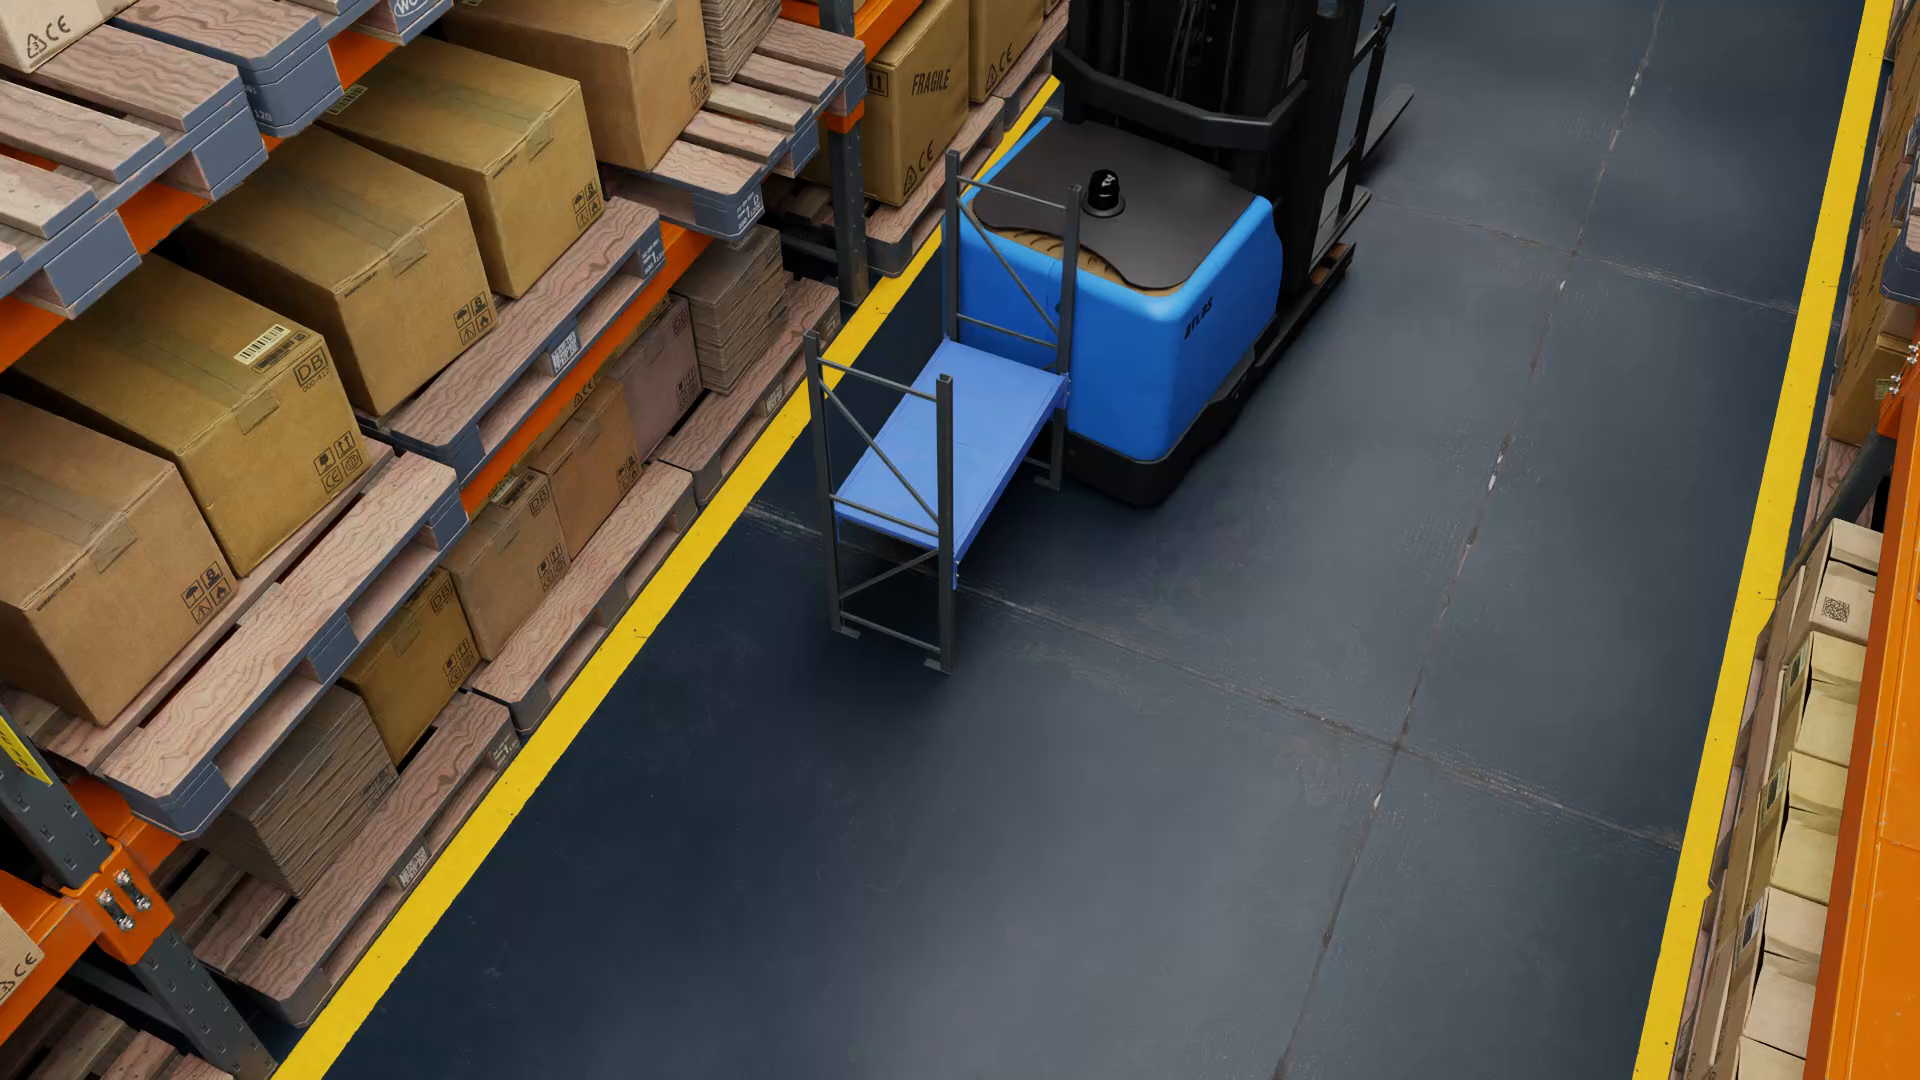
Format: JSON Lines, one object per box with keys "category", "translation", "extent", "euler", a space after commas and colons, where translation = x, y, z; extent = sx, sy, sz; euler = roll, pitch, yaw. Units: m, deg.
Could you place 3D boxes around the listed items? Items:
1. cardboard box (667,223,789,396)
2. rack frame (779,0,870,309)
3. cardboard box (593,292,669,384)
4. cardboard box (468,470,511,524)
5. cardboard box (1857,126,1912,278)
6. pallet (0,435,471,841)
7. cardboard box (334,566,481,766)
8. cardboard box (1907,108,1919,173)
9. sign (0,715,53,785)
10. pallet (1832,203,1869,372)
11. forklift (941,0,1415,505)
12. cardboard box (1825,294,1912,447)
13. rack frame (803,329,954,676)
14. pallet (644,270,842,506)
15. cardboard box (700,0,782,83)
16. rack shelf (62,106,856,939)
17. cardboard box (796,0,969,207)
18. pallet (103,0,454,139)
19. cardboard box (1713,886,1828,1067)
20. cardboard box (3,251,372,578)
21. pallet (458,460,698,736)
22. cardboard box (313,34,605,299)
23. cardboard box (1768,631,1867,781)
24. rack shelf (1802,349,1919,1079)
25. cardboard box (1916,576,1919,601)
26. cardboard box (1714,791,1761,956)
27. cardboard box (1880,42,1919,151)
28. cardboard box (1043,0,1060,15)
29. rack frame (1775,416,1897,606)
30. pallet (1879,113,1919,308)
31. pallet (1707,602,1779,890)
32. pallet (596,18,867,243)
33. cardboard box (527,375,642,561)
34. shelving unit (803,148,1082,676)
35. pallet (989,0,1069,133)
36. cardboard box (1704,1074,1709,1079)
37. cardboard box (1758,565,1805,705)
{"category": "cardboard box", "translation": [-1.147, -1.032, 6.826], "extent": [0.700, 0.500, 0.500], "euler": [20, 53, 17]}
{"category": "rack frame", "translation": [-0.886, -2.212, 6.478], "extent": [1.000, 3.000, 0.127], "euler": [20, 52, 16]}
{"category": "cardboard box", "translation": [-1.447, -0.903, 6.224], "extent": [0.500, 0.250, 0.500], "euler": [21, 53, 17]}
{"category": "cardboard box", "translation": [-1.892, -0.209, 5.634], "extent": [0.500, 0.250, 0.500], "euler": [18, 52, 15]}
{"category": "cardboard box", "translation": [4.221, -1.375, 7.118], "extent": [0.500, 0.500, 0.500], "euler": [18, 52, 15]}
{"category": "pallet", "translation": [-2.137, 0.126, 4.615], "extent": [1.003, 0.211, 1.213], "euler": [20, 52, 16]}
{"category": "cardboard box", "translation": [-2.121, 0.325, 5.671], "extent": [0.700, 0.500, 0.500], "euler": [19, 52, 15]}
{"category": "cardboard box", "translation": [4.235, -1.645, 6.855], "extent": [0.500, 0.250, 0.500], "euler": [19, 52, 15]}
{"category": "sign", "translation": [-2.101, 0.433, 3.659], "extent": [0.100, 0.325, 0.005], "euler": [20, 52, 16]}
{"category": "pallet", "translation": [4.470, -1.038, 7.310], "extent": [1.003, 0.211, 1.213], "euler": [20, 52, 16]}
{"category": "forklift", "translation": [1.133, -2.196, 6.510], "extent": [1.130, 2.935, 3.031], "euler": [26, 54, 21]}
{"category": "cardboard box", "translation": [3.781, -0.656, 6.506], "extent": [0.500, 0.500, 0.500], "euler": [22, 53, 17]}
{"category": "rack frame", "translation": [-0.254, -0.077, 5.646], "extent": [0.500, 1.500, 0.032], "euler": [20, 52, 16]}
{"category": "pallet", "translation": [-1.222, -0.771, 7.082], "extent": [1.003, 0.211, 1.213], "euler": [20, 52, 16]}
{"category": "cardboard box", "translation": [-1.078, -2.060, 5.994], "extent": [0.700, 0.500, 0.500], "euler": [14, 51, 12]}
{"category": "rack shelf", "translation": [-1.741, -0.602, 5.580], "extent": [1.077, 0.370, 4.000], "euler": [20, 52, 16]}
{"category": "cardboard box", "translation": [-0.454, -2.115, 7.531], "extent": [0.750, 0.750, 0.750], "euler": [19, 52, 16]}
{"category": "pallet", "translation": [-1.795, -1.475, 4.004], "extent": [1.213, 0.211, 1.003], "euler": [20, 52, 16]}
{"category": "cardboard box", "translation": [2.449, 1.305, 4.647], "extent": [0.500, 0.311, 0.500], "euler": [19, 52, 16]}
{"category": "cardboard box", "translation": [-2.102, -0.354, 4.543], "extent": [0.700, 0.500, 0.500], "euler": [25, 54, 20]}
{"category": "pallet", "translation": [-1.744, 0.066, 6.370], "extent": [1.003, 0.211, 1.213], "euler": [20, 52, 16]}
{"category": "cardboard box", "translation": [-1.590, -1.195, 5.258], "extent": [0.700, 0.500, 0.500], "euler": [20, 52, 16]}
{"category": "cardboard box", "translation": [2.888, 0.600, 5.247], "extent": [0.500, 0.311, 0.500], "euler": [19, 52, 15]}
{"category": "rack shelf", "translation": [2.740, 1.007, 4.211], "extent": [1.077, 0.370, 4.000], "euler": [20, 52, 16]}
{"category": "cardboard box", "translation": [3.037, -0.021, 4.672], "extent": [0.500, 0.311, 0.500], "euler": [19, 52, 16]}
{"category": "cardboard box", "translation": [2.674, 1.124, 5.169], "extent": [0.500, 0.250, 0.500], "euler": [19, 52, 15]}
{"category": "cardboard box", "translation": [4.658, -2.065, 7.705], "extent": [0.500, 0.500, 0.500], "euler": [20, 53, 17]}
{"category": "cardboard box", "translation": [0.285, -3.303, 8.542], "extent": [0.750, 0.750, 0.750], "euler": [21, 53, 17]}
{"category": "rack frame", "translation": [3.594, -0.603, 5.109], "extent": [1.000, 3.000, 0.127], "euler": [20, 52, 16]}
{"category": "pallet", "translation": [3.820, -1.030, 5.598], "extent": [1.213, 0.211, 1.003], "euler": [20, 52, 16]}
{"category": "pallet", "translation": [3.207, 0.855, 5.699], "extent": [1.003, 0.211, 1.213], "euler": [20, 52, 16]}
{"category": "pallet", "translation": [-1.095, -1.625, 6.104], "extent": [1.213, 0.211, 1.003], "euler": [20, 52, 16]}
{"category": "cardboard box", "translation": [-1.659, -0.364, 6.257], "extent": [0.700, 0.500, 0.500], "euler": [20, 52, 16]}
{"category": "shelving unit", "translation": [-0.036, -0.427, 5.944], "extent": [0.538, 1.500, 1.048], "euler": [20, 52, 16]}
{"category": "pallet", "translation": [0.041, -2.664, 8.693], "extent": [1.003, 0.211, 1.213], "euler": [20, 52, 16]}
{"category": "cardboard box", "translation": [2.236, 1.826, 4.571], "extent": [0.500, 0.250, 0.500], "euler": [21, 53, 17]}
{"category": "cardboard box", "translation": [3.105, 0.417, 5.770], "extent": [0.500, 0.250, 0.500], "euler": [20, 52, 16]}
